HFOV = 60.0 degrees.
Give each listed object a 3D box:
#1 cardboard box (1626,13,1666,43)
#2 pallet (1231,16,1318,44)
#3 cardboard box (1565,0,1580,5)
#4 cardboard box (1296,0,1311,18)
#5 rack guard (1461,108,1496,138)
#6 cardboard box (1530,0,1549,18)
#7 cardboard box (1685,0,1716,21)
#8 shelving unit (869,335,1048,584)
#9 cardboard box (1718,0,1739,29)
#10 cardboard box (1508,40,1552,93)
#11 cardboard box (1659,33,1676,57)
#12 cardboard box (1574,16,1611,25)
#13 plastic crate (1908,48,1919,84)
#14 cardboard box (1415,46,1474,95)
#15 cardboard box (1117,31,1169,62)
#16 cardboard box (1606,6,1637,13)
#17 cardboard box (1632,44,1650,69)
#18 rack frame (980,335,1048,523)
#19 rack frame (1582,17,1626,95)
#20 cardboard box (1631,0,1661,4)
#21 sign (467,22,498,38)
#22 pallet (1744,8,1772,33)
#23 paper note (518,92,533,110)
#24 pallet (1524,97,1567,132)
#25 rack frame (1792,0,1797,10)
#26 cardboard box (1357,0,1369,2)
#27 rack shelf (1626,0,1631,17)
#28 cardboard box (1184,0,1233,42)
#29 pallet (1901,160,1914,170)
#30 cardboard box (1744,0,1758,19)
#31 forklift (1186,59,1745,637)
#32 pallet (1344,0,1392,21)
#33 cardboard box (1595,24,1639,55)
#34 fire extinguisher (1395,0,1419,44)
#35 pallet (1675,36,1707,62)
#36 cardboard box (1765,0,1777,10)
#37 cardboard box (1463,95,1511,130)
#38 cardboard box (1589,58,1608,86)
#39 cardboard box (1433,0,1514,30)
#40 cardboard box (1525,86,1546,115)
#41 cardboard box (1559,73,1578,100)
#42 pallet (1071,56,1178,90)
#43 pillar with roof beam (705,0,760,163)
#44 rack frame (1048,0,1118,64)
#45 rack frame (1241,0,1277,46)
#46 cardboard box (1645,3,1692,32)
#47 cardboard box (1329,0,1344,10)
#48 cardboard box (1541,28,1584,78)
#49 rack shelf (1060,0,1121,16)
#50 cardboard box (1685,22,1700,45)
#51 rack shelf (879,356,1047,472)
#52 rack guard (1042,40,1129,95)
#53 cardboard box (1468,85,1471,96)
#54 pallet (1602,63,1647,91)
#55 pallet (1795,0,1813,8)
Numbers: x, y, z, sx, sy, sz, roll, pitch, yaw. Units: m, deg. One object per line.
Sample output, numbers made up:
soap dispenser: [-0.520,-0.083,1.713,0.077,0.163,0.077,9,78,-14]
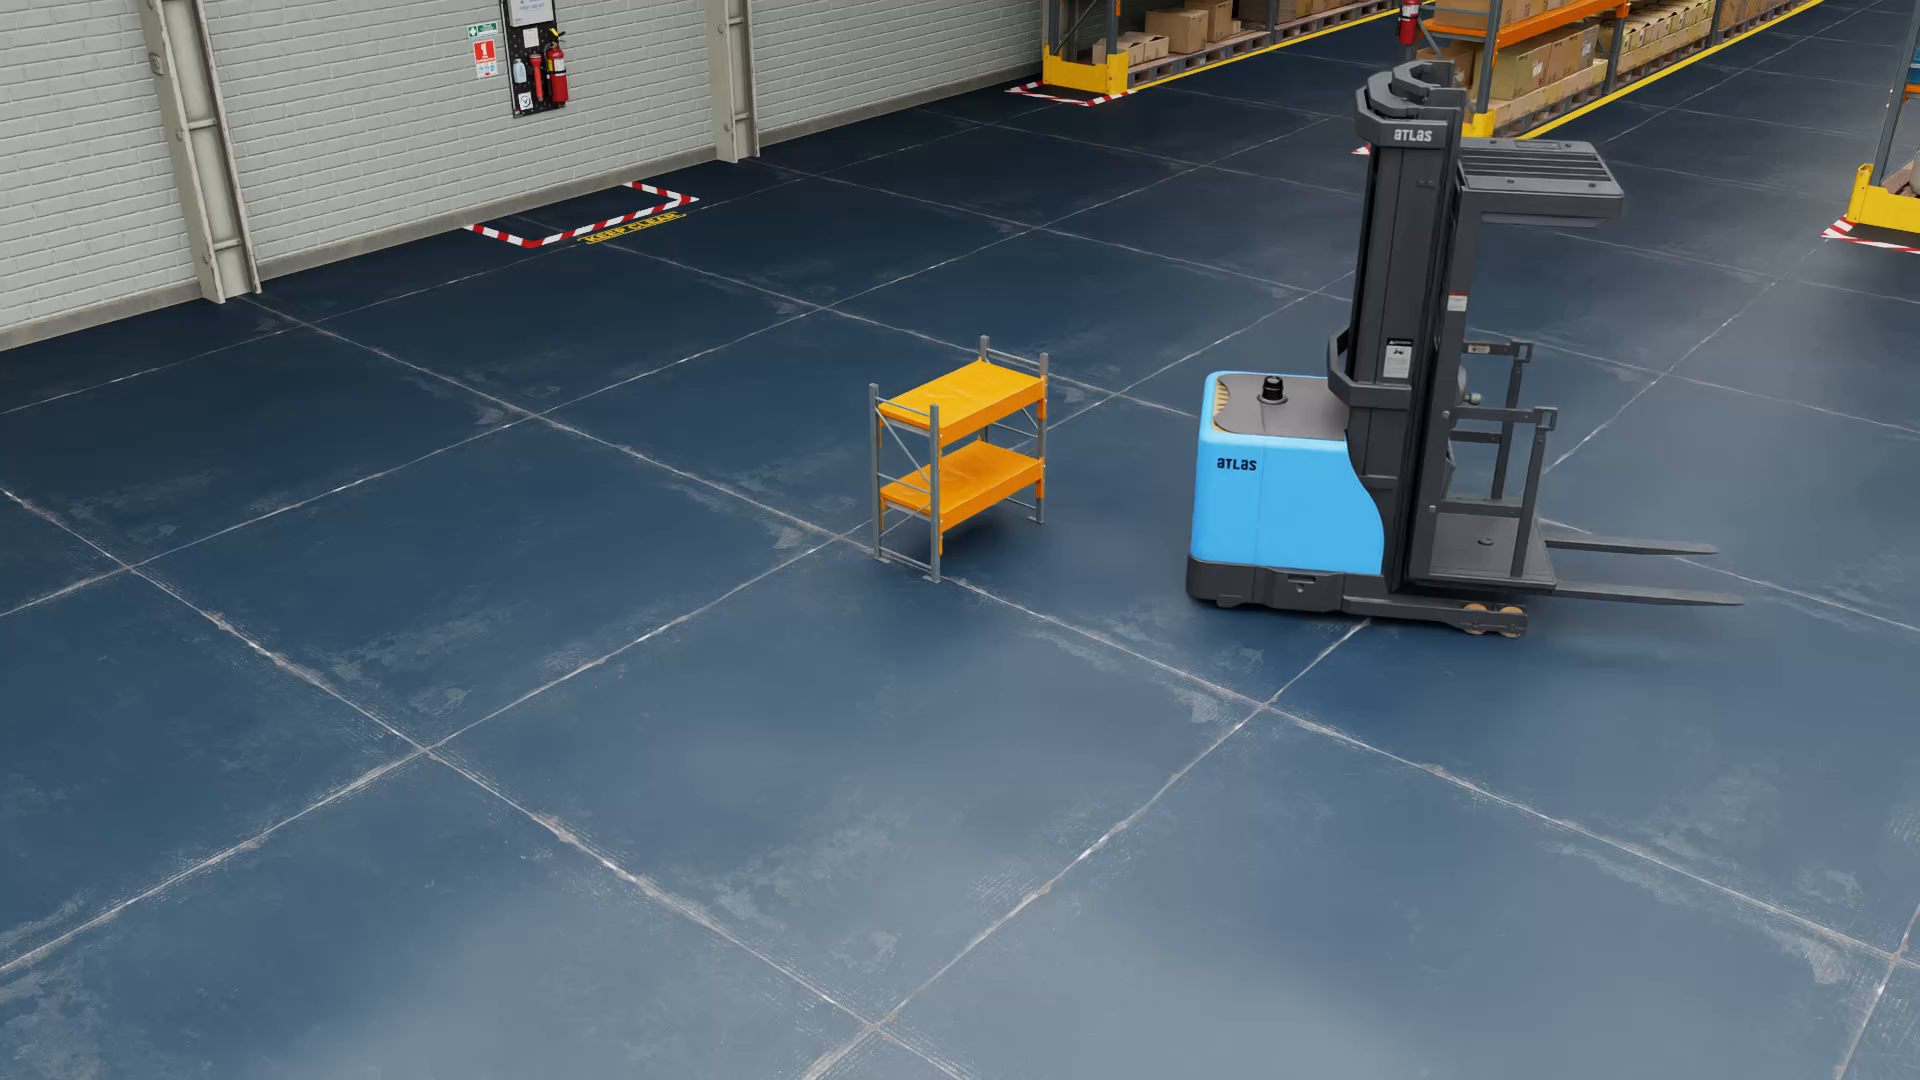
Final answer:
cardboard box: [9.045,-6.828,22.109,0.500,0.311,0.500,19,33,33]
pallet: [4.608,-7.664,24.836,1.003,0.211,1.213,21,34,34]
cardboard box: [7.009,-6.700,19.827,0.700,0.500,0.500,21,34,35]
cardboard box: [4.859,-8.175,25.030,0.700,0.500,0.500,20,33,33]
rack guard: [5.379,-4.643,18.681,1.175,0.500,0.348,21,34,34]
cardboard box: [6.352,-6.330,19.112,0.700,0.500,0.500,21,34,35]
cardboard box: [10.340,-7.555,23.514,0.500,0.311,0.500,22,34,36]
shelving unit: [0.004,-0.502,9.996,0.538,1.125,1.048,21,34,34]
cardboard box: [10.993,-7.761,24.230,0.500,0.500,0.500,22,35,36]
cardboard box: [6.532,-5.544,19.422,0.500,0.500,0.500,21,34,34]
cardboard box: [9.364,-6.761,22.590,0.500,0.250,0.500,22,34,35]
cardboard box: [8.301,-6.808,22.071,0.500,0.311,0.500,22,34,36]
plastic crate: [9.302,-4.512,15.868,0.499,0.251,0.616,21,34,34]
cardboard box: [5.506,-5.337,19.022,0.500,0.500,0.500,21,34,34]
cardboard box: [2.442,-6.630,22.250,0.500,0.311,0.500,24,36,38]
cardboard box: [8.943,-7.161,22.754,0.500,0.311,0.500,20,34,34]
cardboard box: [8.713,-6.397,21.886,0.500,0.250,0.500,22,34,36]
rack frame: [0.328,-0.682,10.345,0.500,1.125,0.032,21,34,34]
rack frame: [7.939,-7.180,20.864,1.000,3.000,0.127,21,34,34]
cardboard box: [9.596,-7.524,23.454,0.500,0.311,0.500,20,33,33]
sign: [-4.492,-4.801,15.651,0.001,0.109,0.331,21,34,34]
pallet: [11.763,-8.044,25.569,1.003,0.211,1.213,21,34,34]
paper note: [-4.236,-4.283,16.223,0.016,0.148,0.142,21,34,34]
pallet: [6.625,-5.237,20.144,1.003,0.211,1.213,21,34,34]
rack frame: [13.027,-10.016,26.347,1.000,3.000,0.127,21,34,34]
cardboard box: [6.240,-8.859,26.352,0.700,0.500,0.500,21,34,35]
rack shelf: [9.211,-7.569,22.400,1.077,0.370,4.000,21,34,34]
cardboard box: [3.485,-7.332,23.400,0.500,0.500,0.500,18,32,31]
pallet: [10.523,-3.832,17.428,1.003,0.211,1.213,21,34,34]
cardboard box: [11.645,-8.125,24.933,0.500,0.500,0.500,20,34,34]
forklift: [2.861,-1.028,9.046,3.031,2.935,1.130,5,28,9]
pallet: [6.160,-8.529,26.508,1.003,0.211,1.213,21,34,34]
cardboard box: [8.394,-6.468,21.413,0.500,0.311,0.500,21,34,35]
fire extinguisher: [4.961,-5.821,18.322,0.296,0.674,0.183,21,34,34]
pallet: [9.929,-7.079,23.704,1.003,0.211,1.213,21,34,34]
cardboard box: [12.294,-8.492,25.643,0.500,0.500,0.500,21,34,35]
cardboard box: [5.907,-4.852,18.900,0.500,0.250,0.500,21,34,34]
cardboard box: [7.812,-5.917,20.958,0.500,0.250,0.500,21,34,34]
cardboard box: [5.701,-5.968,18.413,0.700,0.500,0.500,21,34,34]
cardboard box: [6.541,-5.208,19.587,0.500,0.250,0.500,21,34,34]
cardboard box: [7.180,-5.561,20.270,0.500,0.250,0.500,21,34,34]
pallet: [2.162,-6.274,22.149,1.003,0.211,1.213,21,34,34]
pillar with roof beam: [0.853,-6.988,13.965,9.100,9.000,0.400,21,34,34]
rack frame: [1.570,-7.208,20.919,1.000,3.000,0.127,21,34,34]
rack frame: [4.114,-8.626,23.660,1.000,3.000,0.127,21,34,34]
cardboard box: [9.691,-7.190,22.810,0.500,0.311,0.500,20,34,34]
cardboard box: [5.529,-8.526,25.708,0.700,0.500,0.500,21,34,34]
cardboard box: [7.170,-5.898,20.105,0.500,0.500,0.500,21,34,34]
rack shelf: [2.842,-7.598,22.455,1.077,0.370,4.000,21,34,34]
cardboard box: [10.011,-7.122,23.288,0.500,0.250,0.500,20,34,34]
rack shelf: [0.004,-0.762,9.862,0.538,0.278,1.000,21,34,34]
rack guard: [1.618,-6.125,21.545,1.175,0.500,0.348,21,34,34]
cardboard box: [5.816,-5.184,19.542,0.500,0.250,0.500,21,34,34]
pallet: [8.377,-6.214,22.032,1.003,0.211,1.213,21,34,34]
pallet: [13.465,-9.021,27.458,1.003,0.211,1.213,21,34,34]
